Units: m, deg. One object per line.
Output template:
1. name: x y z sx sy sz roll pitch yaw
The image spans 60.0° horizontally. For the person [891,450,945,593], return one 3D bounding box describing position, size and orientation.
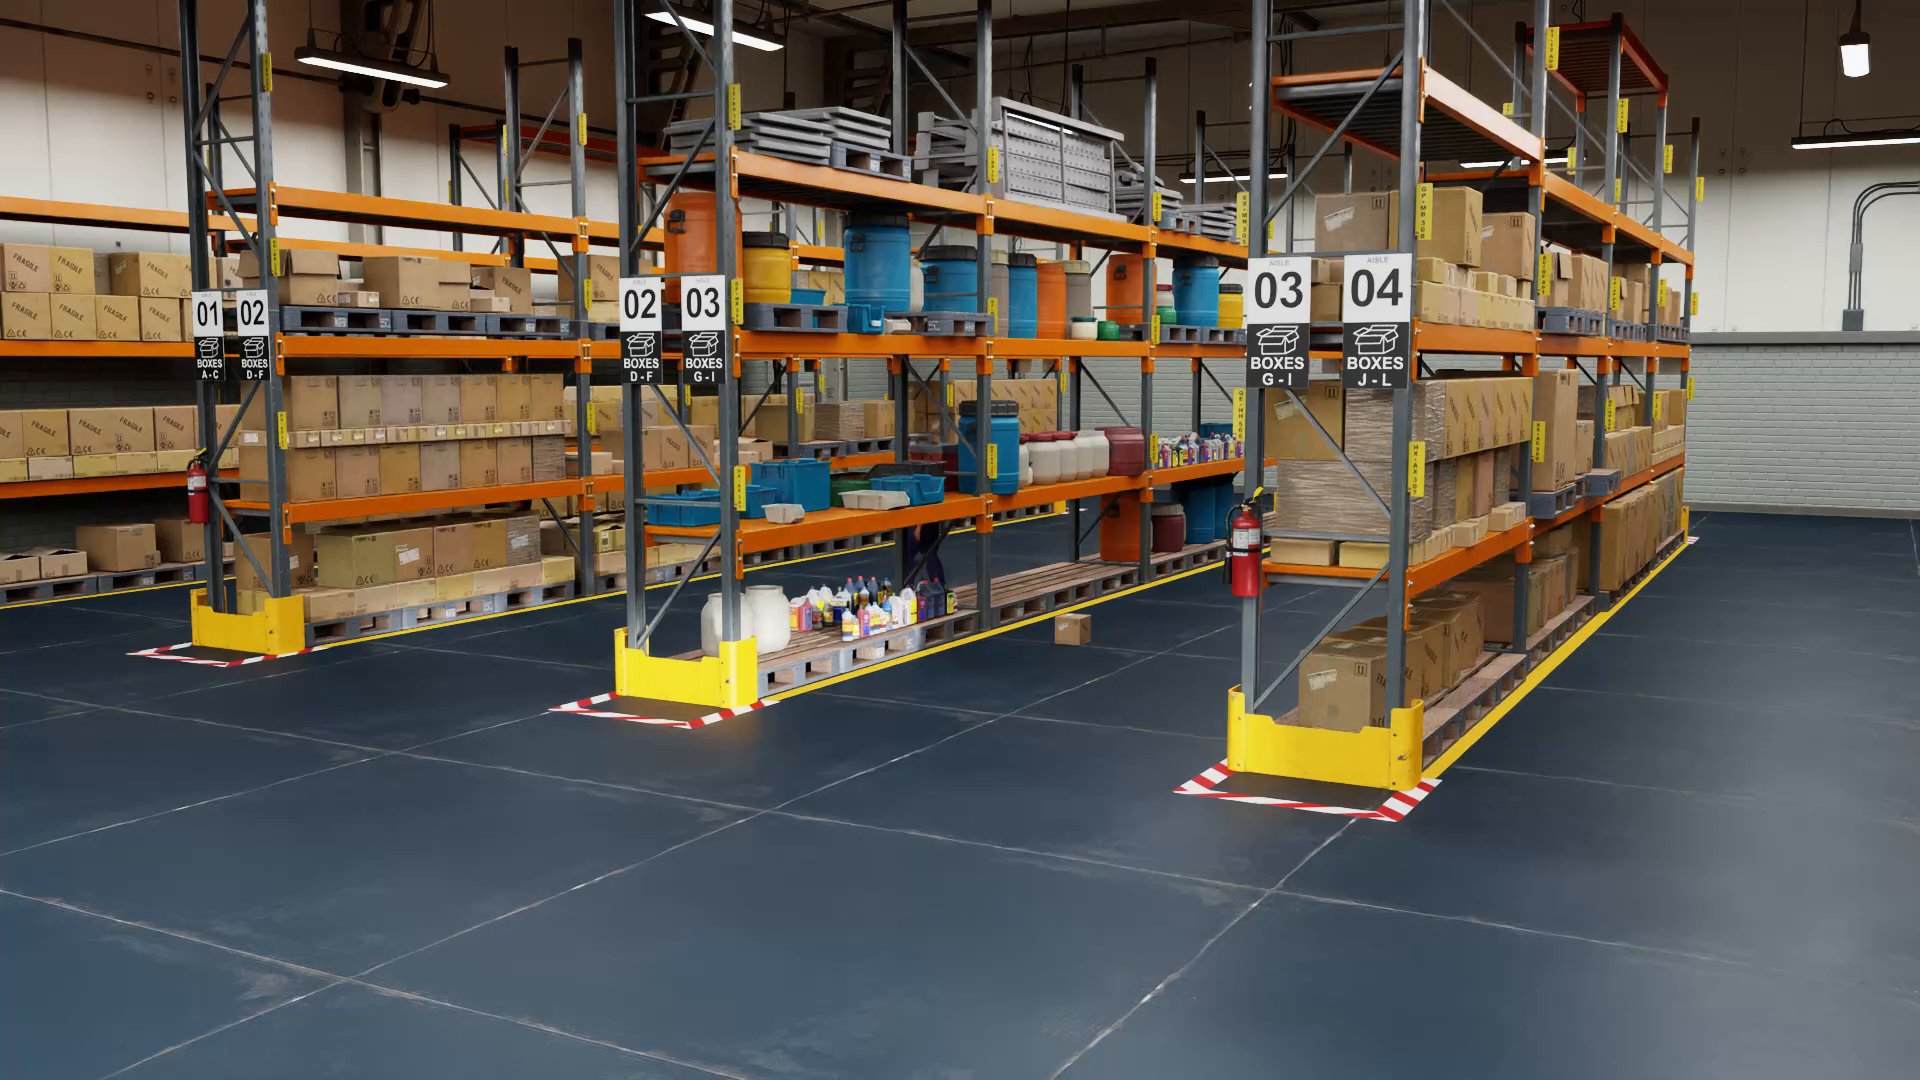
1. person: -0.463 -0.132 17.342 0.699 1.652 0.580 2 6 20
